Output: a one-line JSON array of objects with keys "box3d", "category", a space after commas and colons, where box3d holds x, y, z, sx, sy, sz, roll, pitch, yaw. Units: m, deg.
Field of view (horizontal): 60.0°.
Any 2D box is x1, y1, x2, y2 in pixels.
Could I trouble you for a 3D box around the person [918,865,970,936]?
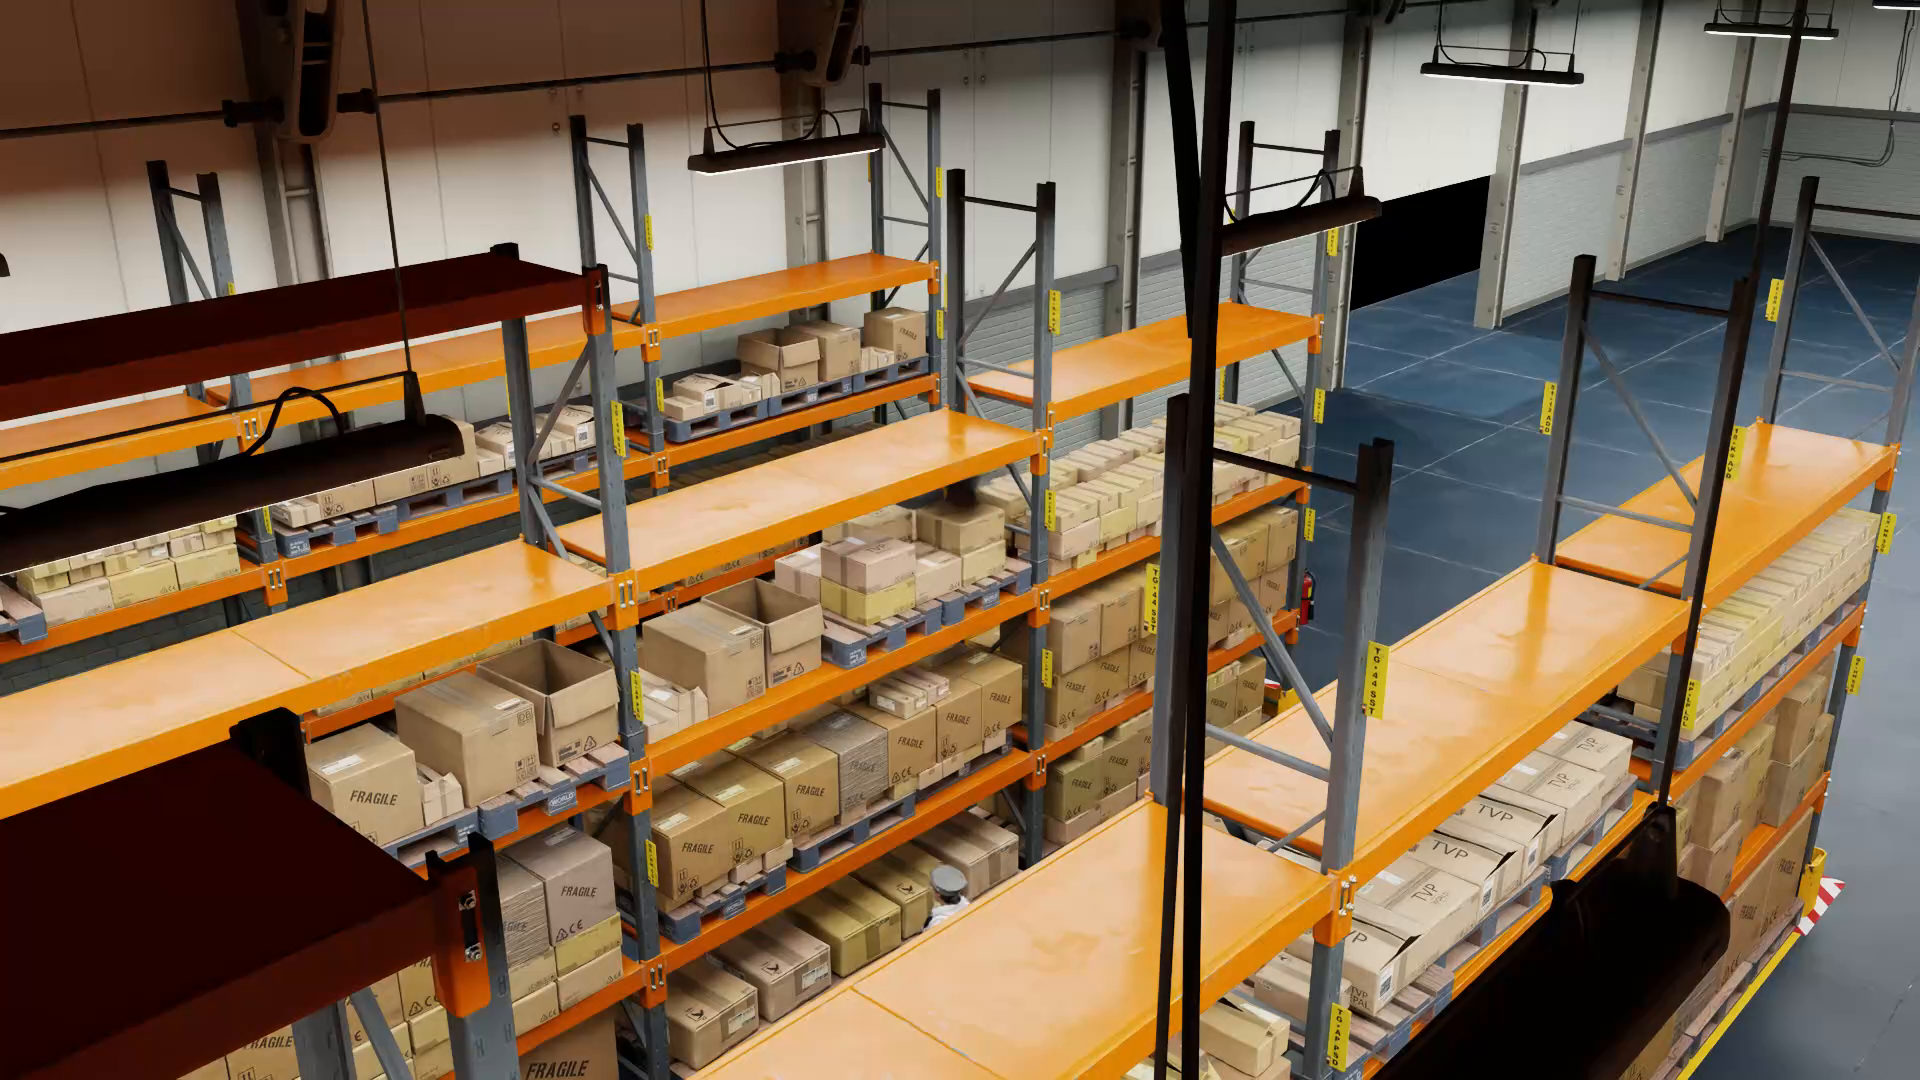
[{"box3d": [-0.112, 3.058, 11.790, 0.364, 1.683, 0.539, 8, 23, 19], "category": "person"}]
